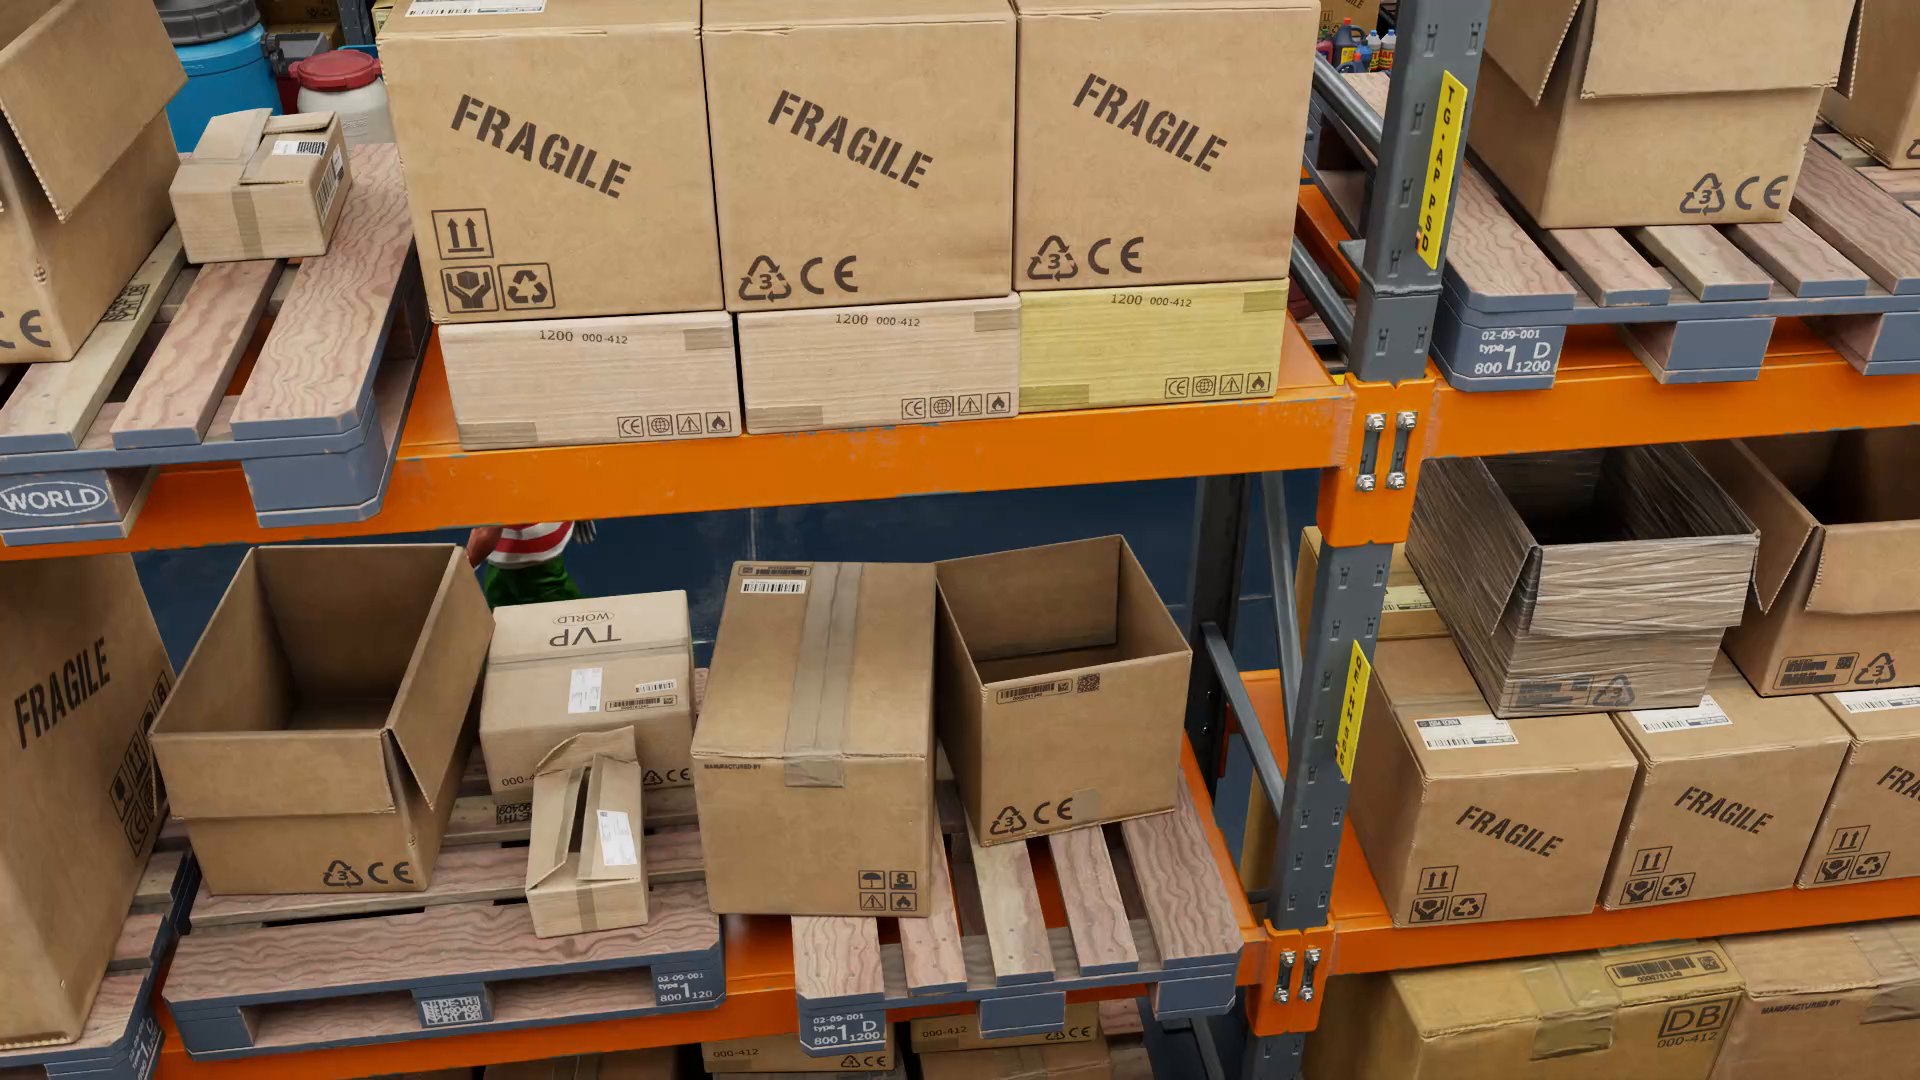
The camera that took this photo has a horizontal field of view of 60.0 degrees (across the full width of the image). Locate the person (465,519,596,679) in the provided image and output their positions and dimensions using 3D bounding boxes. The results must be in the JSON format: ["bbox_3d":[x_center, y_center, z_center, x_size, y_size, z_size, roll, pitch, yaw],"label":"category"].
[{"bbox_3d":[-1.676,-0.013,6.125,1.023,1.734,0.587,2,35,3],"label":"person"}]
